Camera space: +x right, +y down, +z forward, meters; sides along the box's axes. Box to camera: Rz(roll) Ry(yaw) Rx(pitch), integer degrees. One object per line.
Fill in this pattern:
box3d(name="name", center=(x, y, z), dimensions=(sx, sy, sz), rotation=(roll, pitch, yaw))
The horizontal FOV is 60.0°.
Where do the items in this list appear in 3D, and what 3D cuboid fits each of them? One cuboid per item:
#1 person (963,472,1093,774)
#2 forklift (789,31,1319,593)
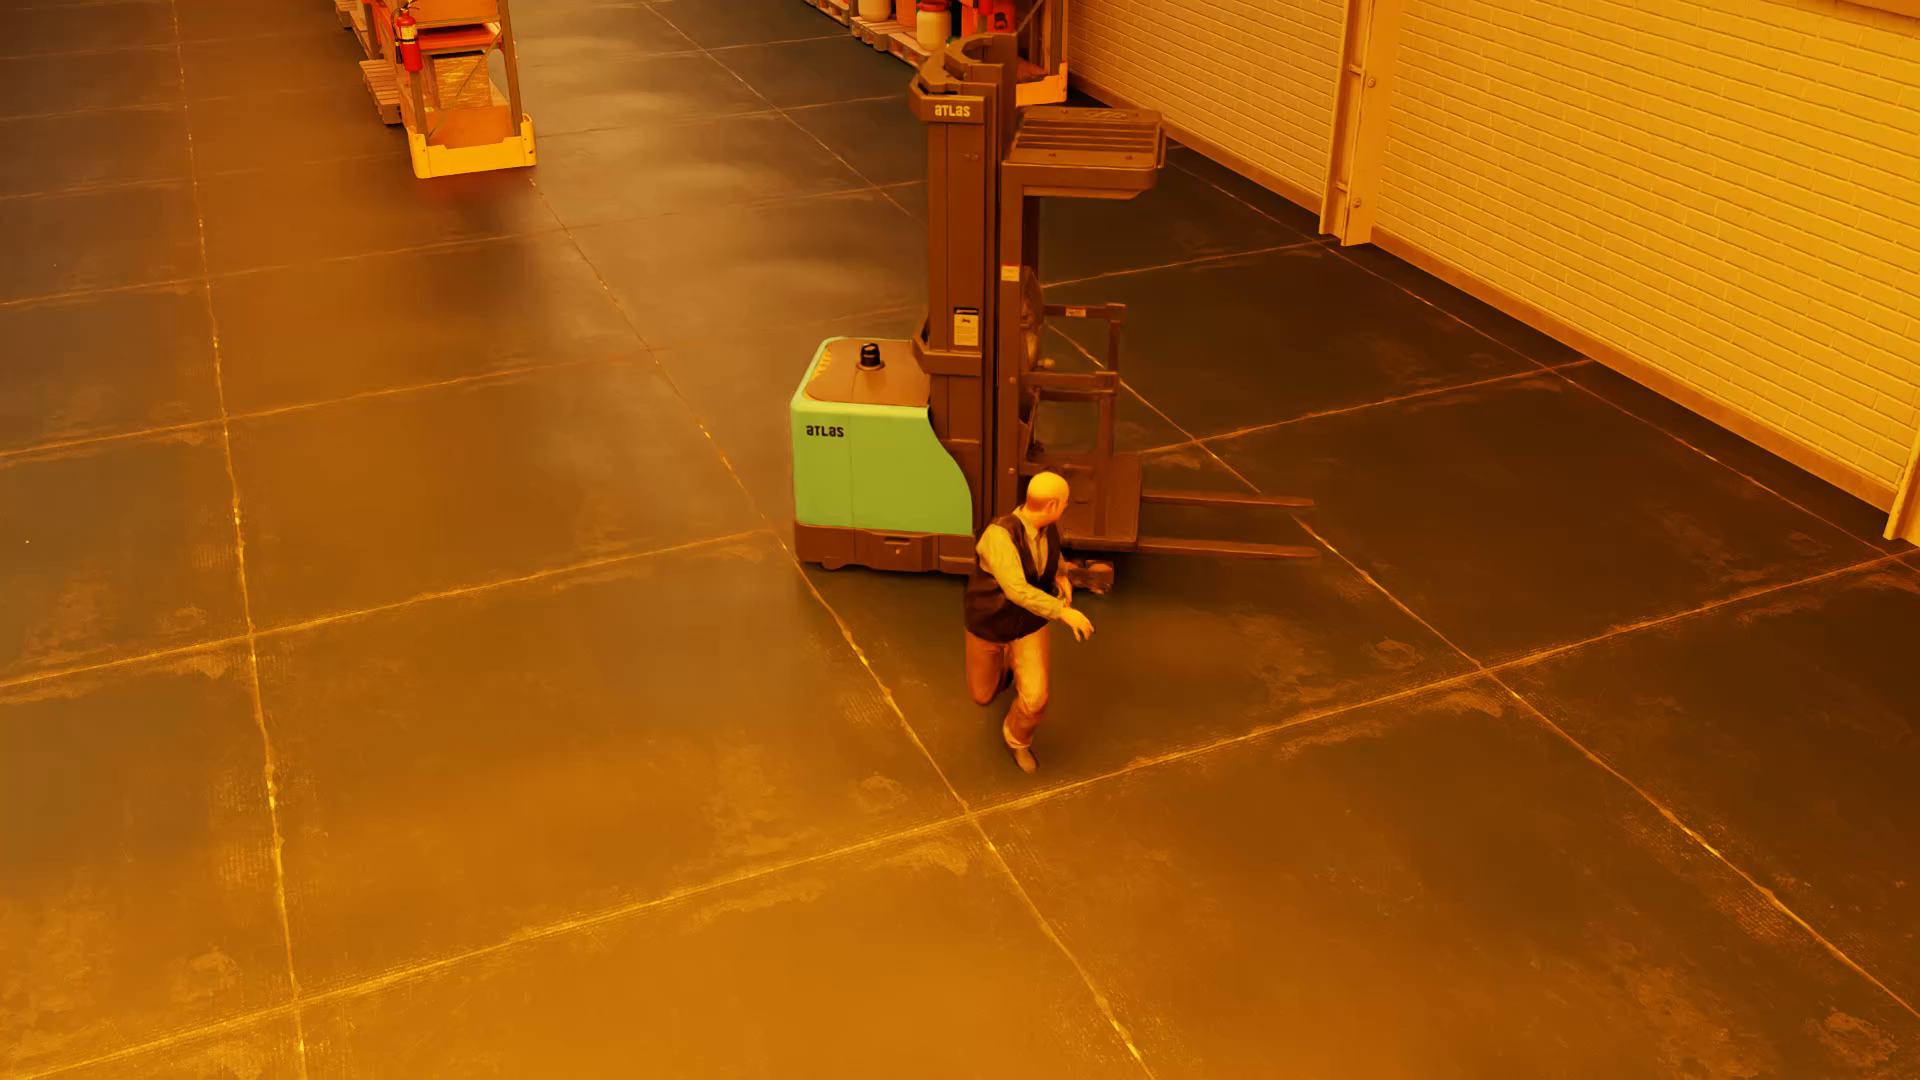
box3d(name="person", center=(0.316, 0.326, 8.061), dimensions=(0.639, 1.498, 0.885), rotation=(-7, 31, -13))
box3d(name="forklift", center=(0.587, -1.250, 9.305), dimensions=(3.031, 2.935, 1.130), rotation=(4, 30, 7))
